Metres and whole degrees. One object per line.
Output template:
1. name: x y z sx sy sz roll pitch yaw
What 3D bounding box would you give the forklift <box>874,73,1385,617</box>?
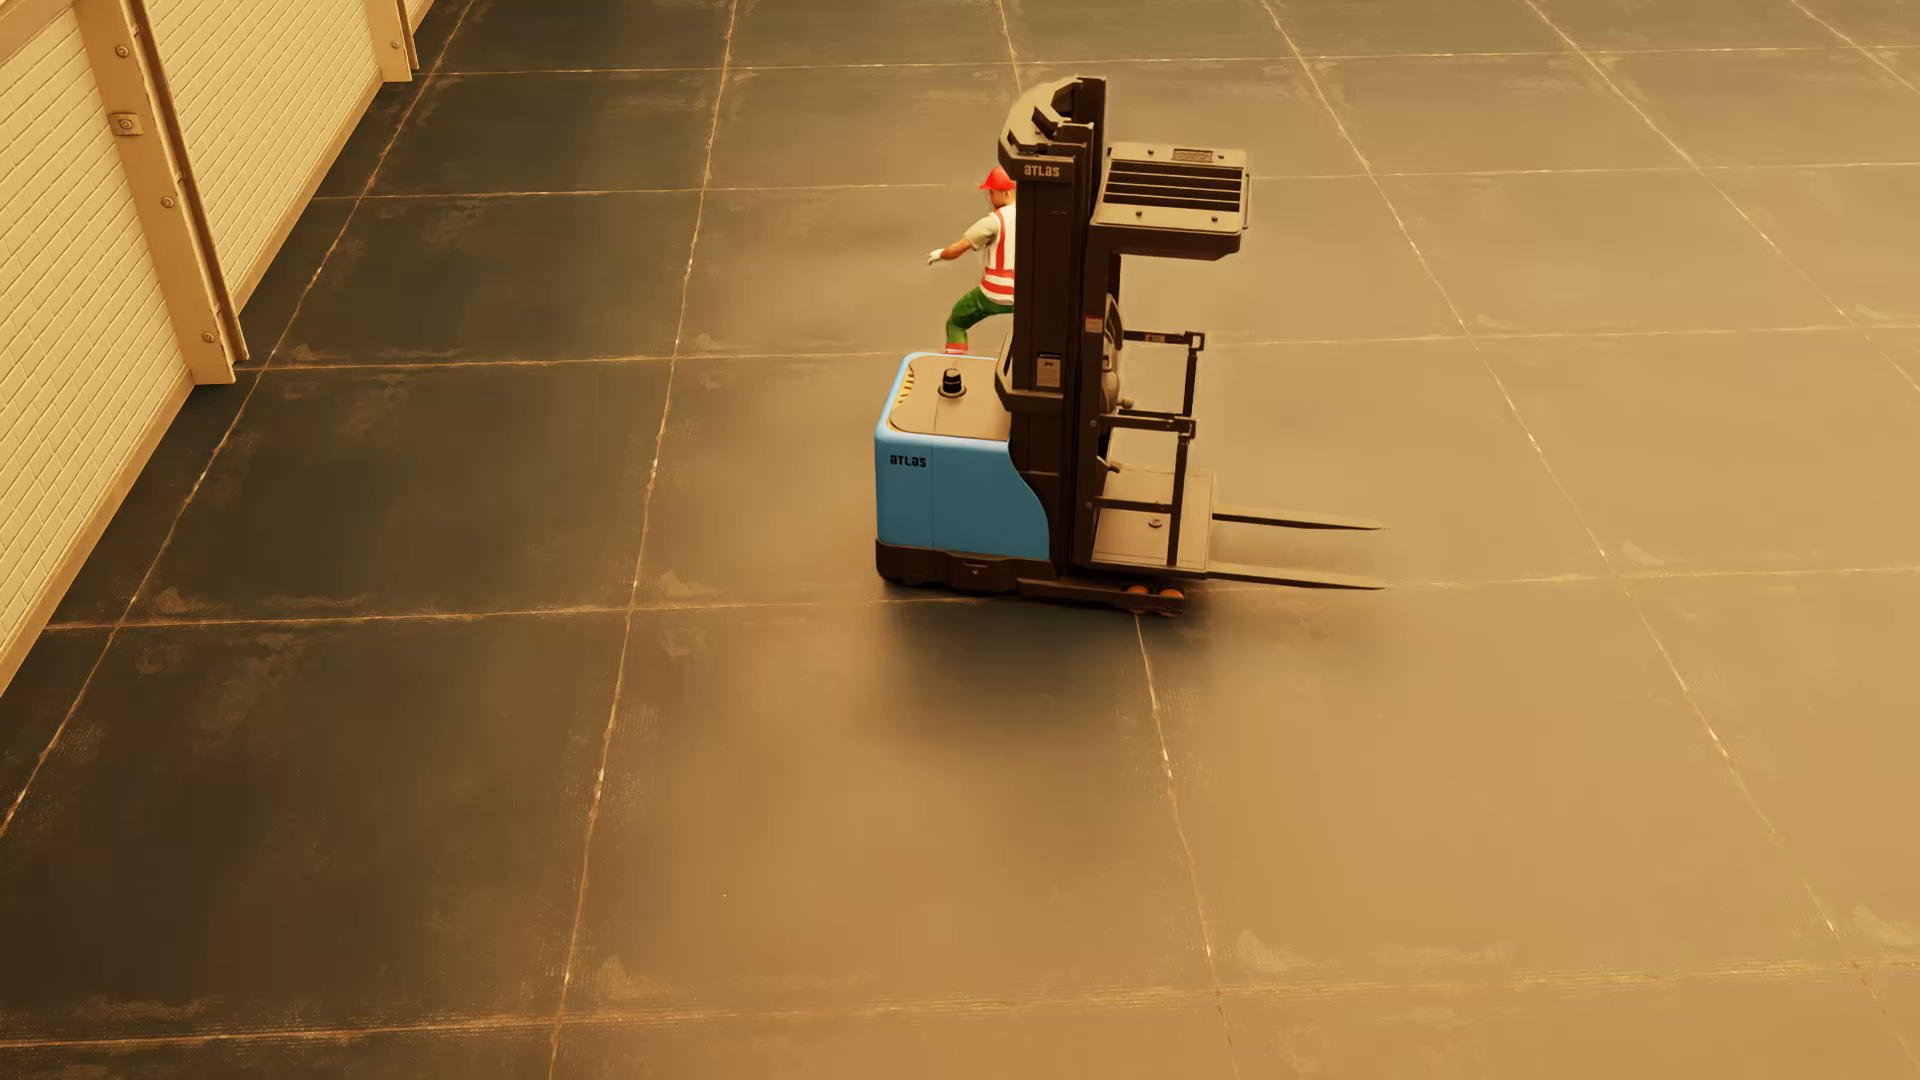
1. forklift: 1.054 -1.067 9.475 3.031 2.935 1.130 6 36 8

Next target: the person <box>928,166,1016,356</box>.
1. person: 0.385 -1.765 11.631 1.168 1.715 0.561 -10 37 -14
